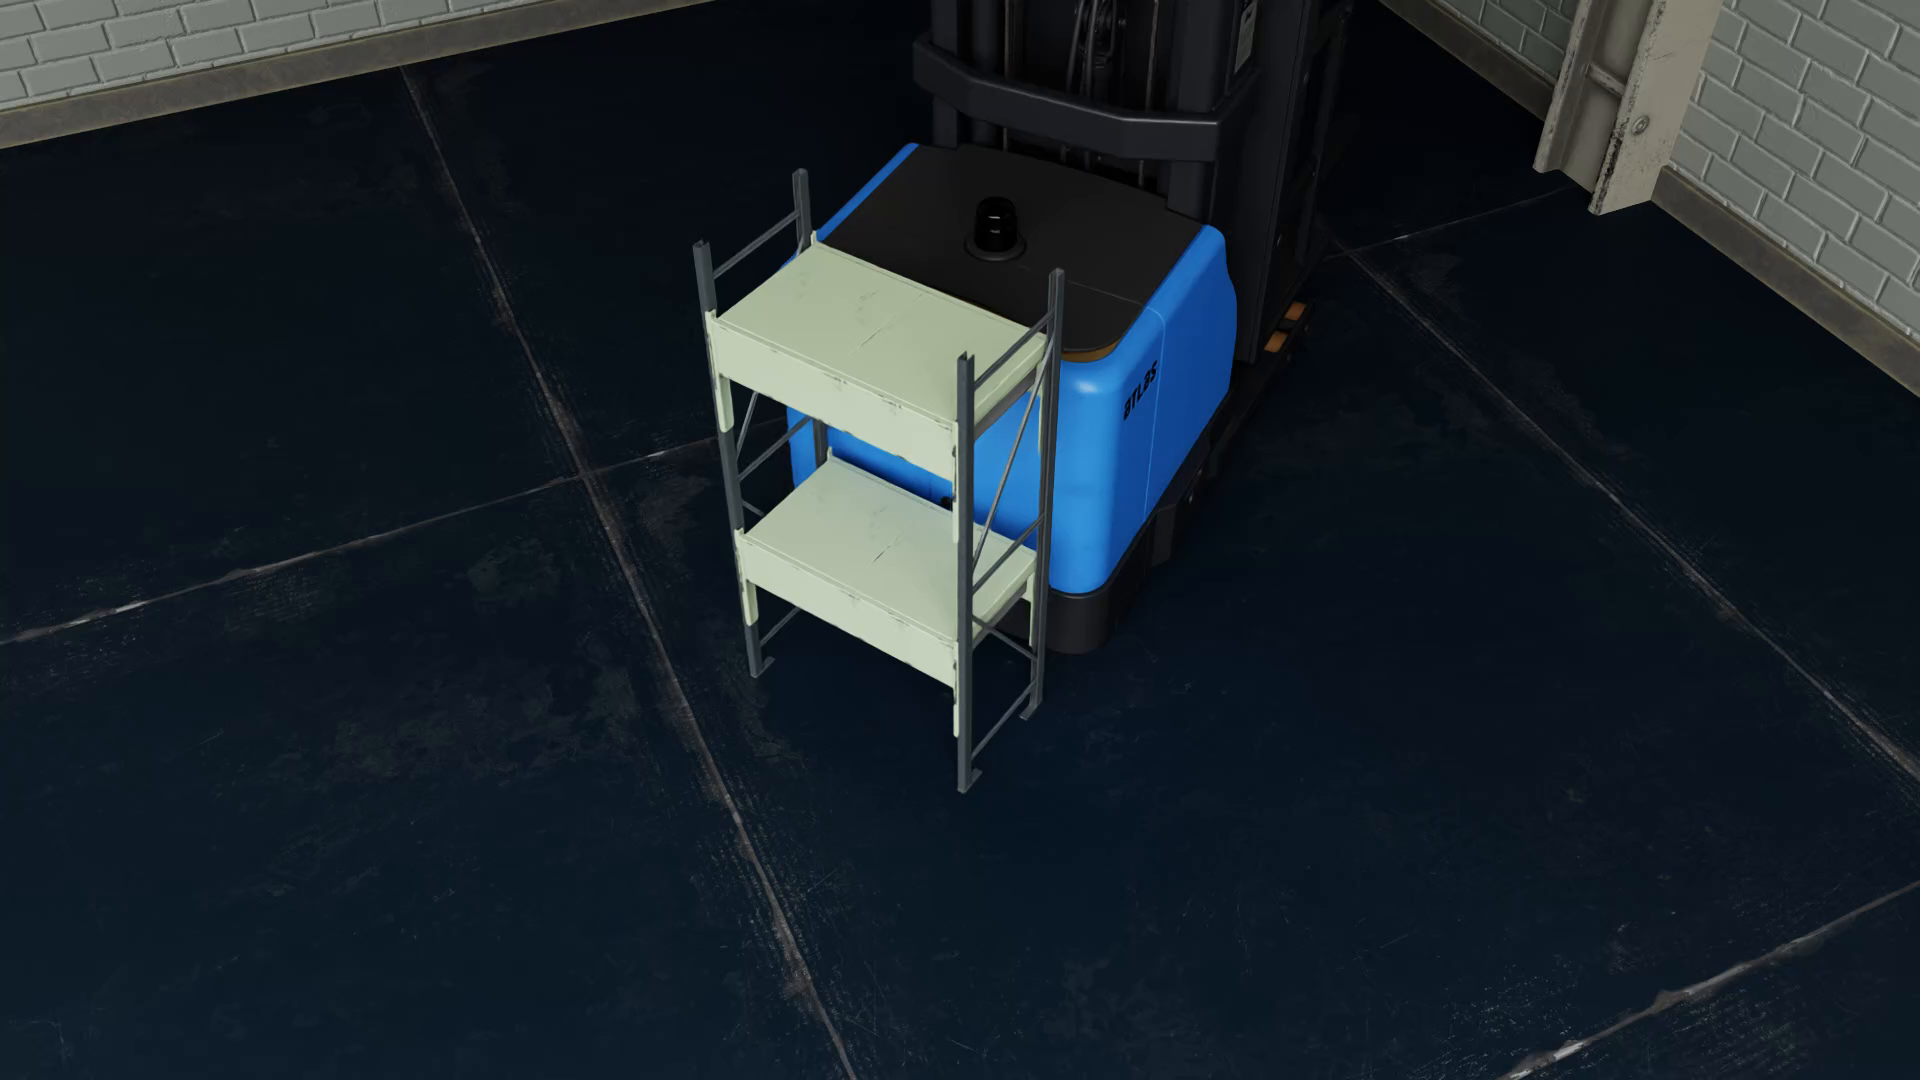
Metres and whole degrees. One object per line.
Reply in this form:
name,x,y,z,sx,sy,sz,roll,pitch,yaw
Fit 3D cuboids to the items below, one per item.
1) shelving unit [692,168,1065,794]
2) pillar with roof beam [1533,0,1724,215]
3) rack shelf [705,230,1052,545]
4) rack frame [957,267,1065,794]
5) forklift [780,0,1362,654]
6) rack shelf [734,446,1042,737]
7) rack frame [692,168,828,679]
shelving unit,-0.187,-0.104,4.287,0.755,1.500,0.431,26,50,24
pillar with roof beam,-1.347,-3.379,2.267,9.100,9.000,0.400,-18,47,-17
rack shelf,-0.187,-0.382,4.013,0.720,0.370,0.431,26,50,24
rack frame,0.115,0.041,4.140,0.023,1.500,0.400,26,50,24
forklift,0.611,-1.747,4.934,1.130,2.935,3.031,20,48,19
rack shelf,-0.187,0.128,4.516,0.720,0.370,0.431,26,50,24
rack frame,-0.489,-0.249,4.434,0.023,1.500,0.400,26,50,24
